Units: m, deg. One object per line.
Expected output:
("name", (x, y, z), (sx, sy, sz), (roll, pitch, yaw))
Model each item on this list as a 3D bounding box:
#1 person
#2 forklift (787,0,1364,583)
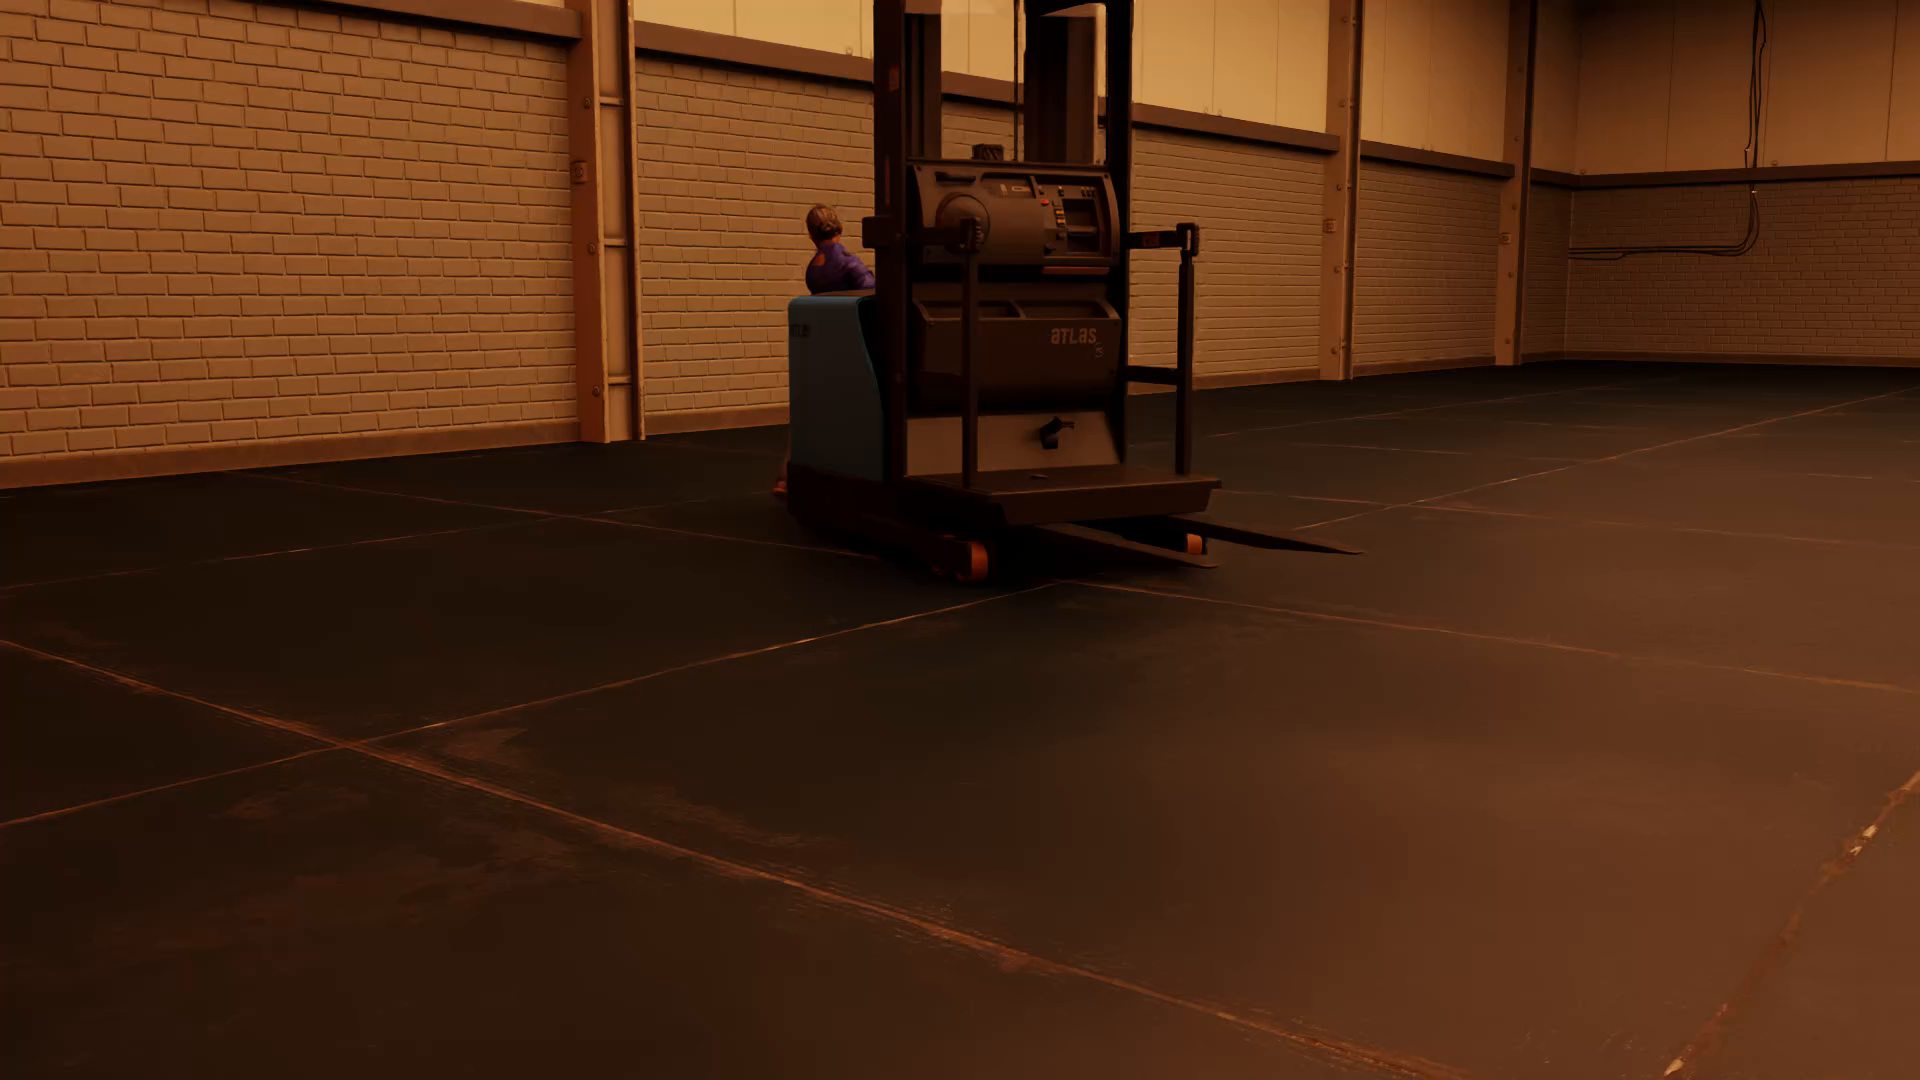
("person", (-0.485, -0.933, 8.494), (0.719, 1.527, 0.838), (5, 10, 32))
("forklift", (0.342, -1.360, 6.577), (1.130, 2.935, 3.031), (-5, 9, -28))
